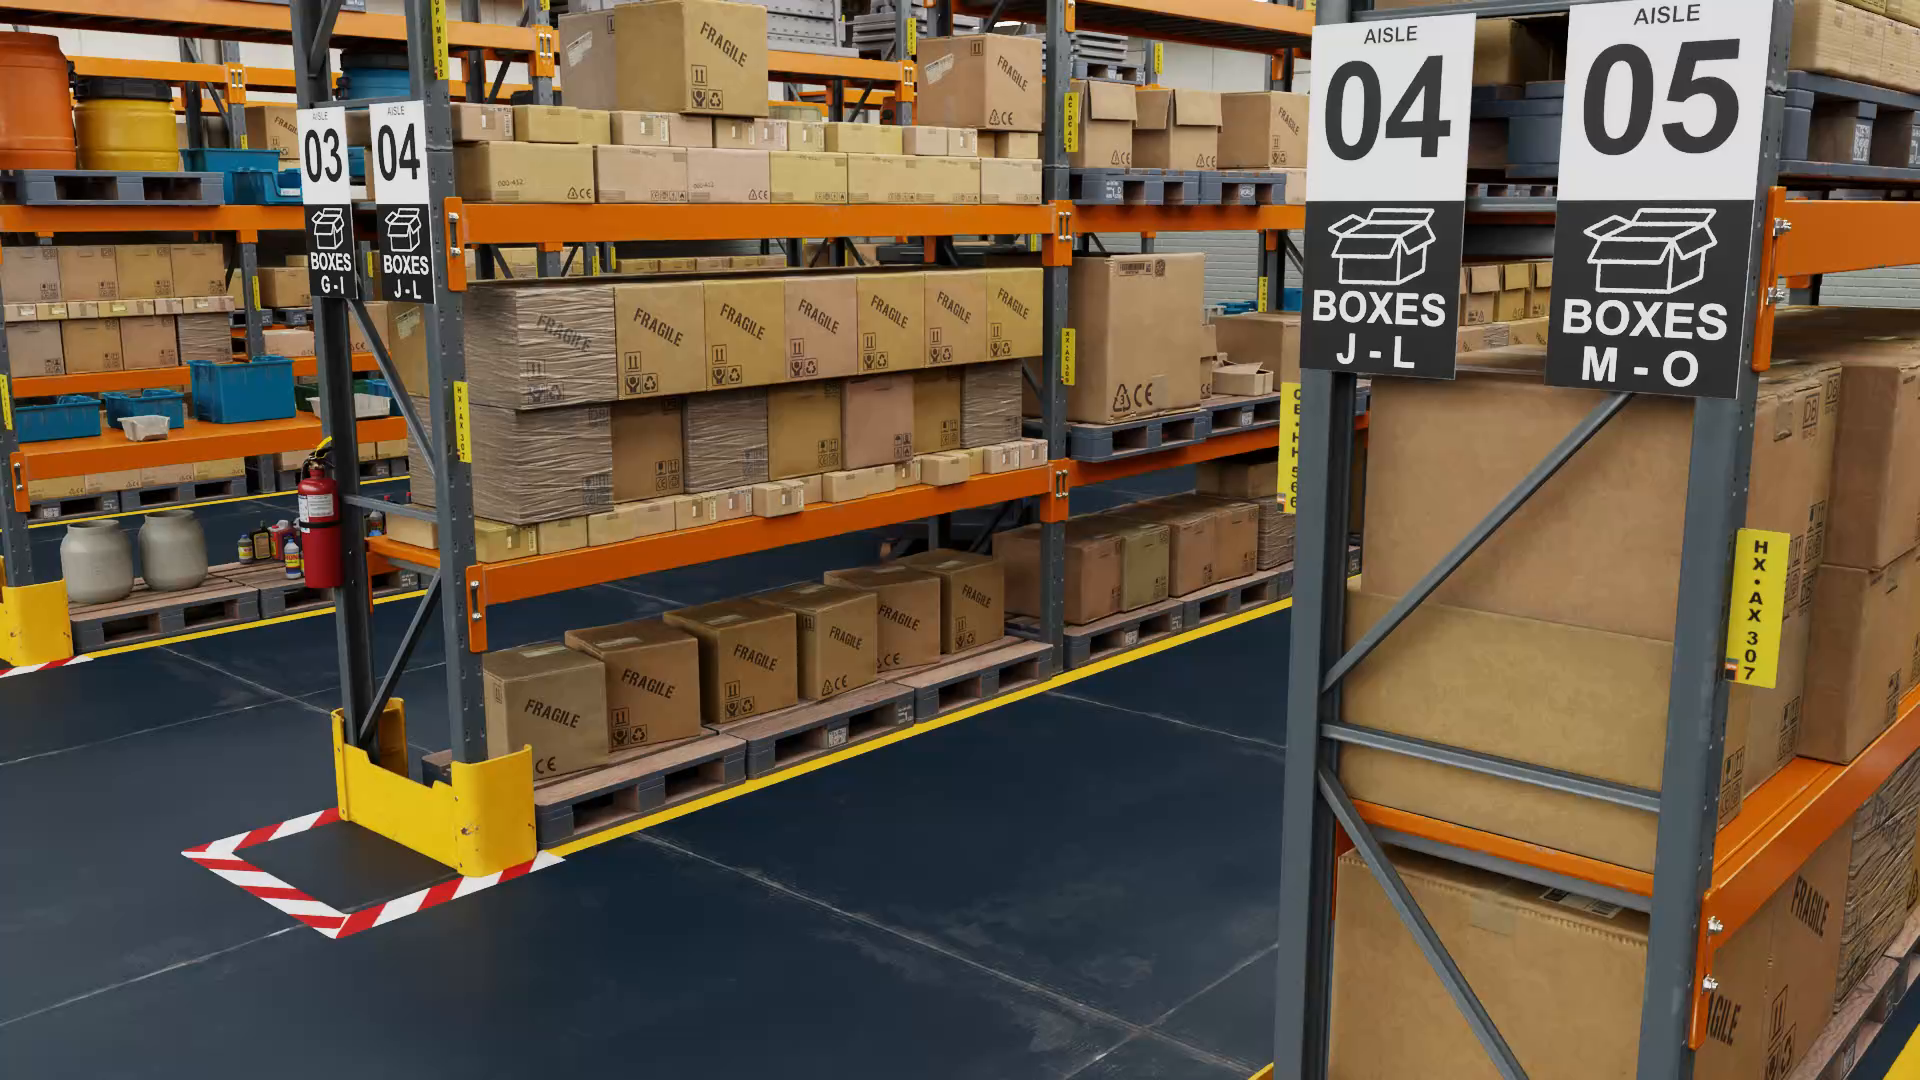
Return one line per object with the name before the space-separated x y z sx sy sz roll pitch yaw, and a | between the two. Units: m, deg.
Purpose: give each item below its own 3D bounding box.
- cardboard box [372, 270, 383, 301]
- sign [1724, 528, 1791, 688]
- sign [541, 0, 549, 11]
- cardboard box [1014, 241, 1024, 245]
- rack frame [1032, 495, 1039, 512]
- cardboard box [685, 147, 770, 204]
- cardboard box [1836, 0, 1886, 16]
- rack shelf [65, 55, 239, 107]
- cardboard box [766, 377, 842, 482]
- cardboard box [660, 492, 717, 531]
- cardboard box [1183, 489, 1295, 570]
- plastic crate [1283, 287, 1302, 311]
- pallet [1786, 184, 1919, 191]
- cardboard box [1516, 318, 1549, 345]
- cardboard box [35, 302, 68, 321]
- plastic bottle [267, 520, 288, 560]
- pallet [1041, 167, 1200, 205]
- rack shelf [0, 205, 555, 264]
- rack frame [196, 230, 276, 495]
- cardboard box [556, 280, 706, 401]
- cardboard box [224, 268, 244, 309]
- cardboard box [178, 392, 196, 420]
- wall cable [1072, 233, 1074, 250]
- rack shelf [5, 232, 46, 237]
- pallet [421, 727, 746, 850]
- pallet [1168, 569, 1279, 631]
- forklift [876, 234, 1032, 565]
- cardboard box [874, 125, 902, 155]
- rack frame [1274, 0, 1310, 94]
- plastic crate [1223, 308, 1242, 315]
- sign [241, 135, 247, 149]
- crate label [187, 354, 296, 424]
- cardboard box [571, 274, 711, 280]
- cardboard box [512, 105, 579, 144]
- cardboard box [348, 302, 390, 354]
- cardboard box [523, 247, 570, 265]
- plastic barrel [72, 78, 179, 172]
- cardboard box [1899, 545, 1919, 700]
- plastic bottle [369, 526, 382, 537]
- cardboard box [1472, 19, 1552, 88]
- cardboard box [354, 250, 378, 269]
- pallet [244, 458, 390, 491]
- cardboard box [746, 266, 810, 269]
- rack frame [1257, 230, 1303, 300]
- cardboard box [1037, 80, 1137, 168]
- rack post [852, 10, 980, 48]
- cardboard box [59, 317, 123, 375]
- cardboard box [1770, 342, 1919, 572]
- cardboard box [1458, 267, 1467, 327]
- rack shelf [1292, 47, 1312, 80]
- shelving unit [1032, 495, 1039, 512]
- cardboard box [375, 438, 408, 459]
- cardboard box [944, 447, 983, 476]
cardboard box | -7.795 -3.466 22.840 0.500 0.500 0.500 10 15 42
sign | 1.646 0.141 3.435 0.100 0.325 0.005 10 15 40
sign | -3.100 -4.120 12.398 0.100 0.325 0.005 10 15 40
cardboard box | 0.610 -4.198 24.764 0.500 0.500 0.500 10 15 40
rack frame | 0.750 -1.274 15.230 0.015 2.100 0.400 -7 13 -31
cardboard box | -1.248 -1.709 7.831 0.500 0.250 0.500 10 15 40
cardboard box | 1.744 -1.305 3.722 0.500 0.250 0.500 10 15 40
rack shelf | -8.545 -4.093 14.587 1.077 0.370 4.000 10 15 40
cardboard box | -1.101 -0.626 8.672 0.875 0.500 0.500 10 15 40
cardboard box | -1.383 -0.157 7.980 0.380 0.149 0.250 10 15 40
cardboard box | 2.071 -0.107 12.348 0.700 0.500 0.500 8 14 36
plastic crate | 4.334 -3.092 21.792 0.616 0.435 0.499 10 15 40
pallet | 3.326 -1.365 5.957 1.003 0.211 1.213 10 15 40
cardboard box | 5.060 -1.763 15.125 0.500 0.500 0.500 10 15 42
cardboard box | -8.255 -2.068 14.994 0.380 0.149 0.250 10 15 42
plastic bottle | -5.077 -0.005 12.411 0.152 0.276 0.135 10 15 41
pallet | 0.702 -2.169 10.234 1.213 0.211 1.003 10 15 40
rack shelf | -4.826 -2.177 11.633 1.077 0.370 4.000 10 15 40
rack frame | -7.224 -1.994 16.539 1.000 3.000 0.127 10 15 40
cardboard box | -1.523 -0.928 7.632 0.500 0.500 0.500 10 15 40
cardboard box | -9.416 -3.231 21.351 0.700 0.500 0.500 10 15 40
cardboard box | -7.766 -1.192 16.554 0.500 0.500 0.500 10 15 40
wall cable | 0.975 -6.605 32.233 3.097 2.526 0.112 10 15 40
rack shelf | -12.268 -3.458 18.046 1.077 0.370 4.000 10 15 40
pallet | -1.813 1.117 8.081 1.003 0.211 1.213 10 15 40
pallet | 1.532 0.359 11.874 1.003 0.211 1.213 10 15 40
forklift | -0.056 -1.304 13.255 1.130 2.935 3.031 1 11 7
cardboard box | -0.517 -2.073 8.638 0.380 0.149 0.250 11 15 42
rack frame | 2.855 -4.244 12.482 1.000 3.000 0.127 10 15 40
plastic crate | 3.252 -2.731 20.501 0.416 0.233 0.300 10 15 40
sign | -6.807 -3.686 15.828 0.100 0.325 0.005 10 15 40
crate label | -5.135 -1.088 11.910 0.502 0.435 0.616 10 15 40
cardboard box | -1.591 -1.070 8.344 0.500 0.500 0.500 10 15 40
cardboard box | -1.827 -1.754 7.040 0.380 0.149 0.250 10 15 42
cardboard box | -6.357 -2.232 17.472 0.500 0.500 0.500 -11 16 -43
cardboard box | -6.128 -4.208 24.641 0.500 0.250 0.500 10 15 42
plastic barrel | -5.489 -2.718 10.952 0.600 0.588 0.600 0 11 0
cardboard box | 2.573 0.164 5.347 0.875 0.550 0.500 10 15 40
plastic bottle | -4.290 0.036 12.216 0.097 0.271 0.097 0 11 0
cardboard box | 1.198 -1.164 4.036 0.380 0.149 0.250 10 15 40
cardboard box | -8.203 -3.896 23.077 0.500 0.250 0.500 10 15 42
pallet | -6.767 -0.741 17.380 1.003 0.211 1.213 10 15 40
cardboard box | -2.424 -3.386 22.176 0.700 0.500 0.500 4 12 21
rack frame | 4.415 -3.119 22.169 1.000 3.000 0.127 10 15 40
cardboard box | 0.599 -2.497 10.060 0.797 0.503 0.637 9 14 38
rack post | -0.418 -4.959 16.256 0.954 0.300 0.937 10 15 40
cardboard box | -8.190 -1.826 15.438 0.700 0.500 0.500 10 15 41
cardboard box | 2.273 -0.279 4.809 0.875 0.550 0.550 10 15 40
cardboard box | 3.782 -2.044 13.968 0.797 0.503 0.637 10 15 42
rack shelf | 4.175 -3.989 14.065 1.077 0.370 4.000 10 15 40
shelving unit | 0.542 -1.249 15.104 0.503 2.100 0.431 -7 13 -31
cardboard box | -6.094 -1.031 17.663 0.500 0.250 0.500 9 15 39
cardboard box | -0.089 -0.456 9.476 0.380 0.149 0.250 10 15 40
